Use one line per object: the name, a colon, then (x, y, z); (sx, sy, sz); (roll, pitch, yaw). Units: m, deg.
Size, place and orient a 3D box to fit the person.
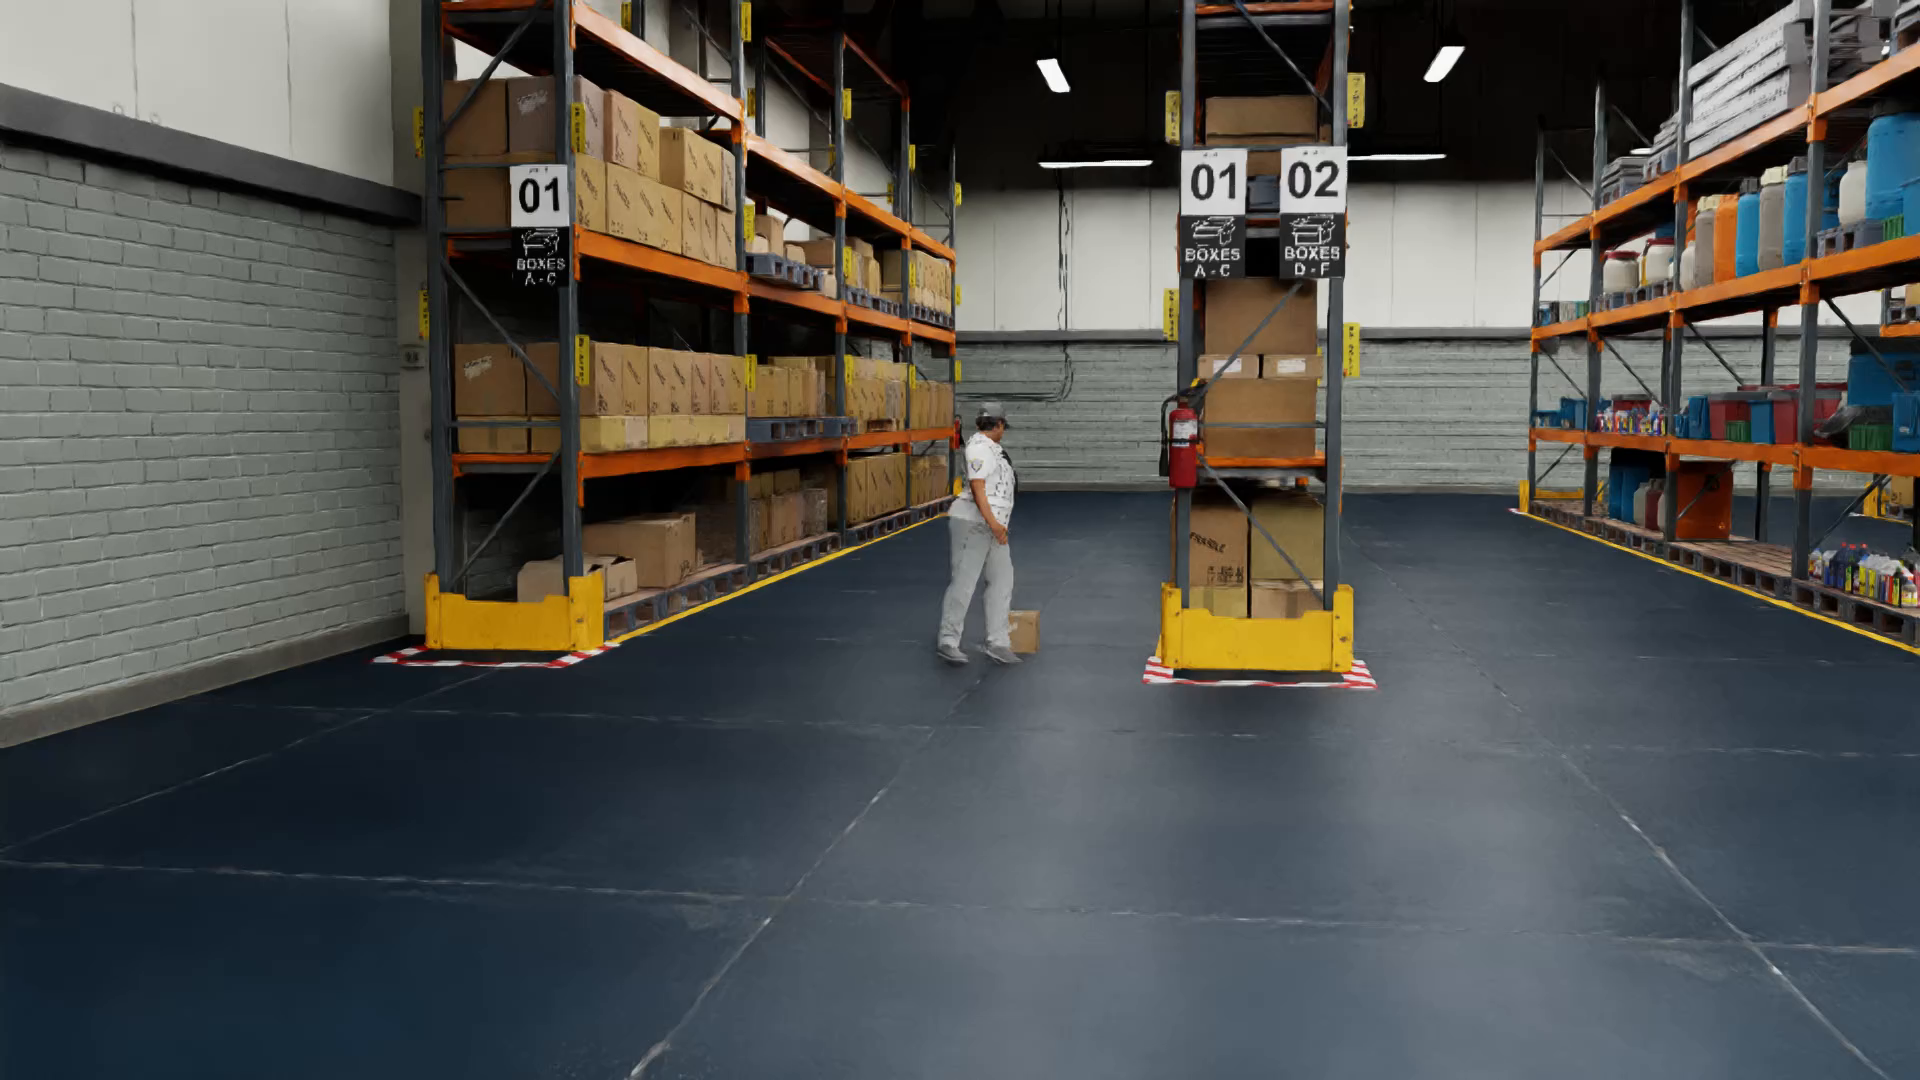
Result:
person: (0.146, -0.025, 10.566); (0.544, 1.697, 0.604); (1, 5, 17)
